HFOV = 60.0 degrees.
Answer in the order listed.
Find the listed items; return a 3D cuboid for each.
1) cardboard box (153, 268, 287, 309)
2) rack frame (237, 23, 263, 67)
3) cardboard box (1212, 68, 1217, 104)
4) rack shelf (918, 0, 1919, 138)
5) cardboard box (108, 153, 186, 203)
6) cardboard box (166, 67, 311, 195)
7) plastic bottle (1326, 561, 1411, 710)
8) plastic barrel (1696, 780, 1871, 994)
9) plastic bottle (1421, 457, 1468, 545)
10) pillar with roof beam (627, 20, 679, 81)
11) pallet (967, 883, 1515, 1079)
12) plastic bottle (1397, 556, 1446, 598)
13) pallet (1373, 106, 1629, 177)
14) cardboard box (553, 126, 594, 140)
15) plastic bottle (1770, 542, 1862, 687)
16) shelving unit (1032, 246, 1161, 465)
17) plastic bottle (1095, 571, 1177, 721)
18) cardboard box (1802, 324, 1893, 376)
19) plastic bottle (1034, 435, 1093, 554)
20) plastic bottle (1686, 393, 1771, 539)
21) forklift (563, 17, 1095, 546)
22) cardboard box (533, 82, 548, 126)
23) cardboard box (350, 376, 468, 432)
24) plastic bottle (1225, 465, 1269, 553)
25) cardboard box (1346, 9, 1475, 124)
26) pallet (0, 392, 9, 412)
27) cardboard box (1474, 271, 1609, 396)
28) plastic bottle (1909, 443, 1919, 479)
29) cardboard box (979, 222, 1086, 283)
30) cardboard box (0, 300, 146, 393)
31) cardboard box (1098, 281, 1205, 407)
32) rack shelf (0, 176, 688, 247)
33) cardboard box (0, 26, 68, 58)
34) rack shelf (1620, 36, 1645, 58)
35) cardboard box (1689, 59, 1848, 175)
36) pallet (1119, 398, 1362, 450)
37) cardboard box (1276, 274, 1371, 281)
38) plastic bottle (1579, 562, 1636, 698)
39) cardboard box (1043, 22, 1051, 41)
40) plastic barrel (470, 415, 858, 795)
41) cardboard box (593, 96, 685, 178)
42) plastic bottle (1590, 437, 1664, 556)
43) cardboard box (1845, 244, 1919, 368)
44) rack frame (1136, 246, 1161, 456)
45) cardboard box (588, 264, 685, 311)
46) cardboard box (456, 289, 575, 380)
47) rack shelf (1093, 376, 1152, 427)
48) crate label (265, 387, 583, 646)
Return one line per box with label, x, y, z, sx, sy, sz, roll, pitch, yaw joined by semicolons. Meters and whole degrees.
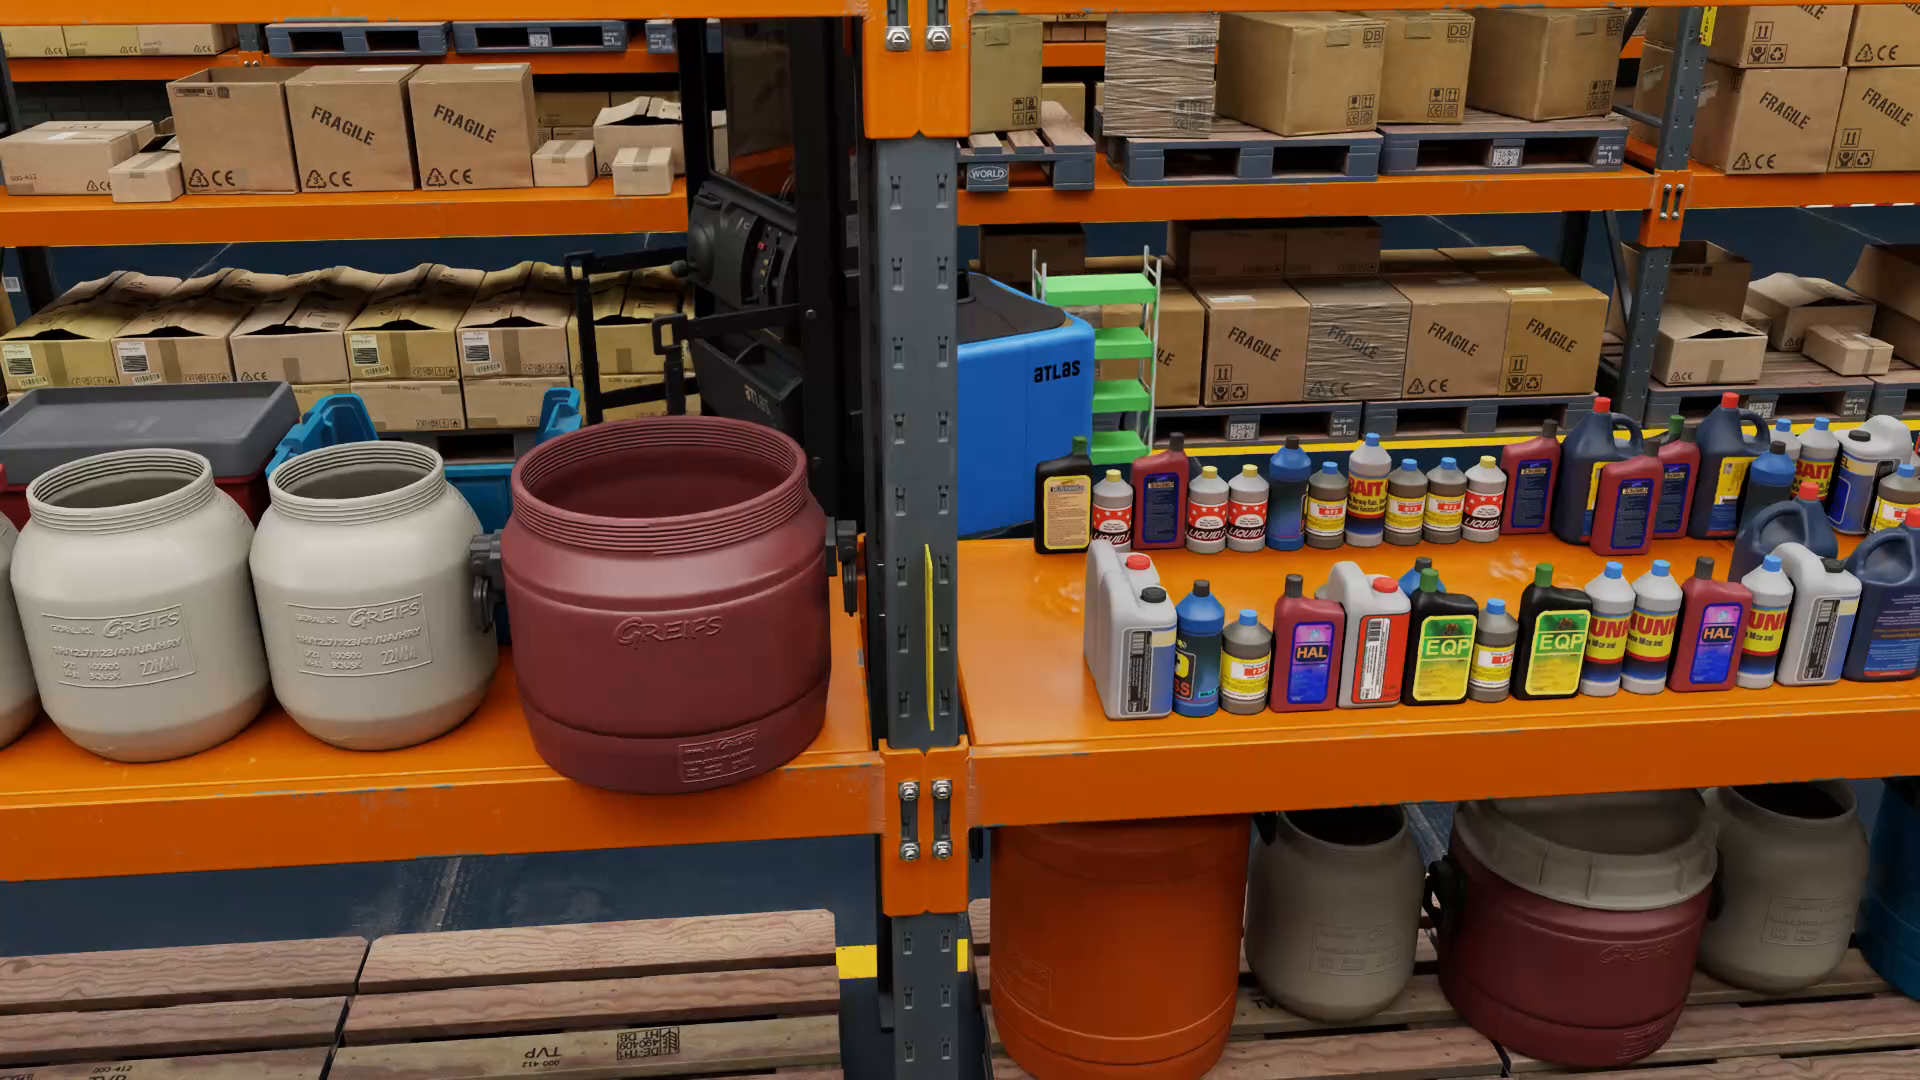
cardboard box;-3.687;-1.162;8.350;0.500;0.311;0.500;-2;24;-4
rack frame;-5.070;-3.817;12.145;0.127;3.000;1.000;-2;24;-5
cardboard box;2.257;-3.268;13.039;0.750;0.750;0.750;-2;24;-5
rack shelf;1.875;-1.094;3.212;4.000;0.370;1.077;-2;24;-5
cardboard box;-3.678;-1.653;7.586;0.250;0.149;0.380;-2;24;-5
cardboard box;-3.289;-1.906;7.722;0.500;0.500;0.500;-1;24;-1
plastic bottle;0.807;0.179;3.307;0.135;0.276;0.152;-2;24;-5
plastic barrel;2.047;0.842;4.208;0.421;0.512;0.421;0;24;0
plastic bottle;1.172;-0.100;4.027;0.097;0.201;0.097;0;24;0
pillar with roof beam;-2.045;-5.276;8.041;0.400;9.000;9.100;-2;24;-5
pallet;0.665;1.253;4.170;1.213;0.211;1.003;-2;24;-5
plastic bottle;0.919;0.163;3.349;0.097;0.271;0.097;0;24;0
pallet;2.576;-2.059;8.426;1.213;0.211;1.003;-2;24;-5
cardboard box;-2.817;-2.981;12.800;0.500;0.500;0.700;-2;24;-5
plastic bottle;1.727;0.142;3.390;0.135;0.276;0.152;-2;24;-5
shelving unit;0.574;-0.654;7.244;0.503;1.200;0.258;-3;24;-7
plastic bottle;0.347;0.197;3.265;0.135;0.276;0.152;-2;24;-5
cardboard box;4.681;-1.009;8.773;0.250;0.166;0.380;-2;24;-5
plastic bottle;0.245;-0.108;3.943;0.133;0.283;0.061;-2;24;-5
plastic bottle;1.862;-0.187;4.037;0.185;0.351;0.144;-2;24;-5
forklift;-0.991;-1.080;6.072;3.031;2.935;1.130;-13;27;-27
cardboard box;-3.384;-3.296;12.585;0.500;0.250;0.500;-3;24;-7
cardboard box;-2.623;-0.728;8.064;0.500;0.250;0.500;-2;24;-4
plastic bottle;0.688;-0.081;3.983;0.097;0.201;0.097;0;24;0
cardboard box;2.210;-2.391;8.295;0.500;0.500;0.700;1;24;3
pallet;-5.375;-0.526;8.174;1.213;0.211;1.003;-2;24;-5
cardboard box;2.919;-1.058;8.473;0.500;0.500;0.500;-2;24;-5
plastic bottle;2.327;-0.147;4.131;0.097;0.201;0.097;0;24;0
cardboard box;0.364;-1.513;8.573;0.500;0.250;0.500;-1;24;-3
cardboard box;-4.144;-0.923;7.811;0.500;0.311;0.500;-2;24;-5
cardboard box;0.902;-0.978;8.292;0.500;0.500;0.500;-3;24;-6
rack shelf;-2.589;-1.566;7.967;4.000;0.370;1.077;-2;24;-5
cardboard box;-6.507;-3.574;11.757;0.500;0.250;0.500;-2;24;-5
rack shelf;4.882;-3.888;13.190;4.000;0.370;1.077;-2;24;-5
cardboard box;3.916;-2.091;8.137;0.500;0.500;0.500;-2;24;-4
pallet;1.359;-0.763;8.706;1.213;0.211;1.003;-2;24;-5
cardboard box;1.849;-1.230;8.860;0.500;0.500;0.500;-2;24;-5
plastic bottle;1.288;0.173;3.326;0.097;0.271;0.097;0;24;0
cardboard box;0.539;-3.854;12.511;0.250;0.149;0.380;-2;24;-4
plastic barrel;-0.548;0.106;3.151;0.708;0.536;0.600;-2;24;-5
cardboard box;-1.508;-1.977;8.114;0.500;0.311;0.500;-3;24;-6
plastic bottle;1.580;-0.103;3.931;0.133;0.283;0.061;-2;24;-5
cardboard box;5.251;-1.272;8.950;0.637;0.503;0.797;-2;24;-5
rack frame;0.816;-0.667;7.274;0.015;1.200;0.240;-3;24;-7
cardboard box;-1.671;-1.240;8.525;0.500;0.311;0.500;-3;24;-6
cardboard box;-2.115;-1.004;7.993;0.500;0.311;0.500;-2;24;-5
rack shelf;0.574;-0.595;7.270;0.480;0.148;0.258;-3;24;-7
crate label;-1.131;-0.058;3.645;0.616;0.435;0.502;-2;24;-5
